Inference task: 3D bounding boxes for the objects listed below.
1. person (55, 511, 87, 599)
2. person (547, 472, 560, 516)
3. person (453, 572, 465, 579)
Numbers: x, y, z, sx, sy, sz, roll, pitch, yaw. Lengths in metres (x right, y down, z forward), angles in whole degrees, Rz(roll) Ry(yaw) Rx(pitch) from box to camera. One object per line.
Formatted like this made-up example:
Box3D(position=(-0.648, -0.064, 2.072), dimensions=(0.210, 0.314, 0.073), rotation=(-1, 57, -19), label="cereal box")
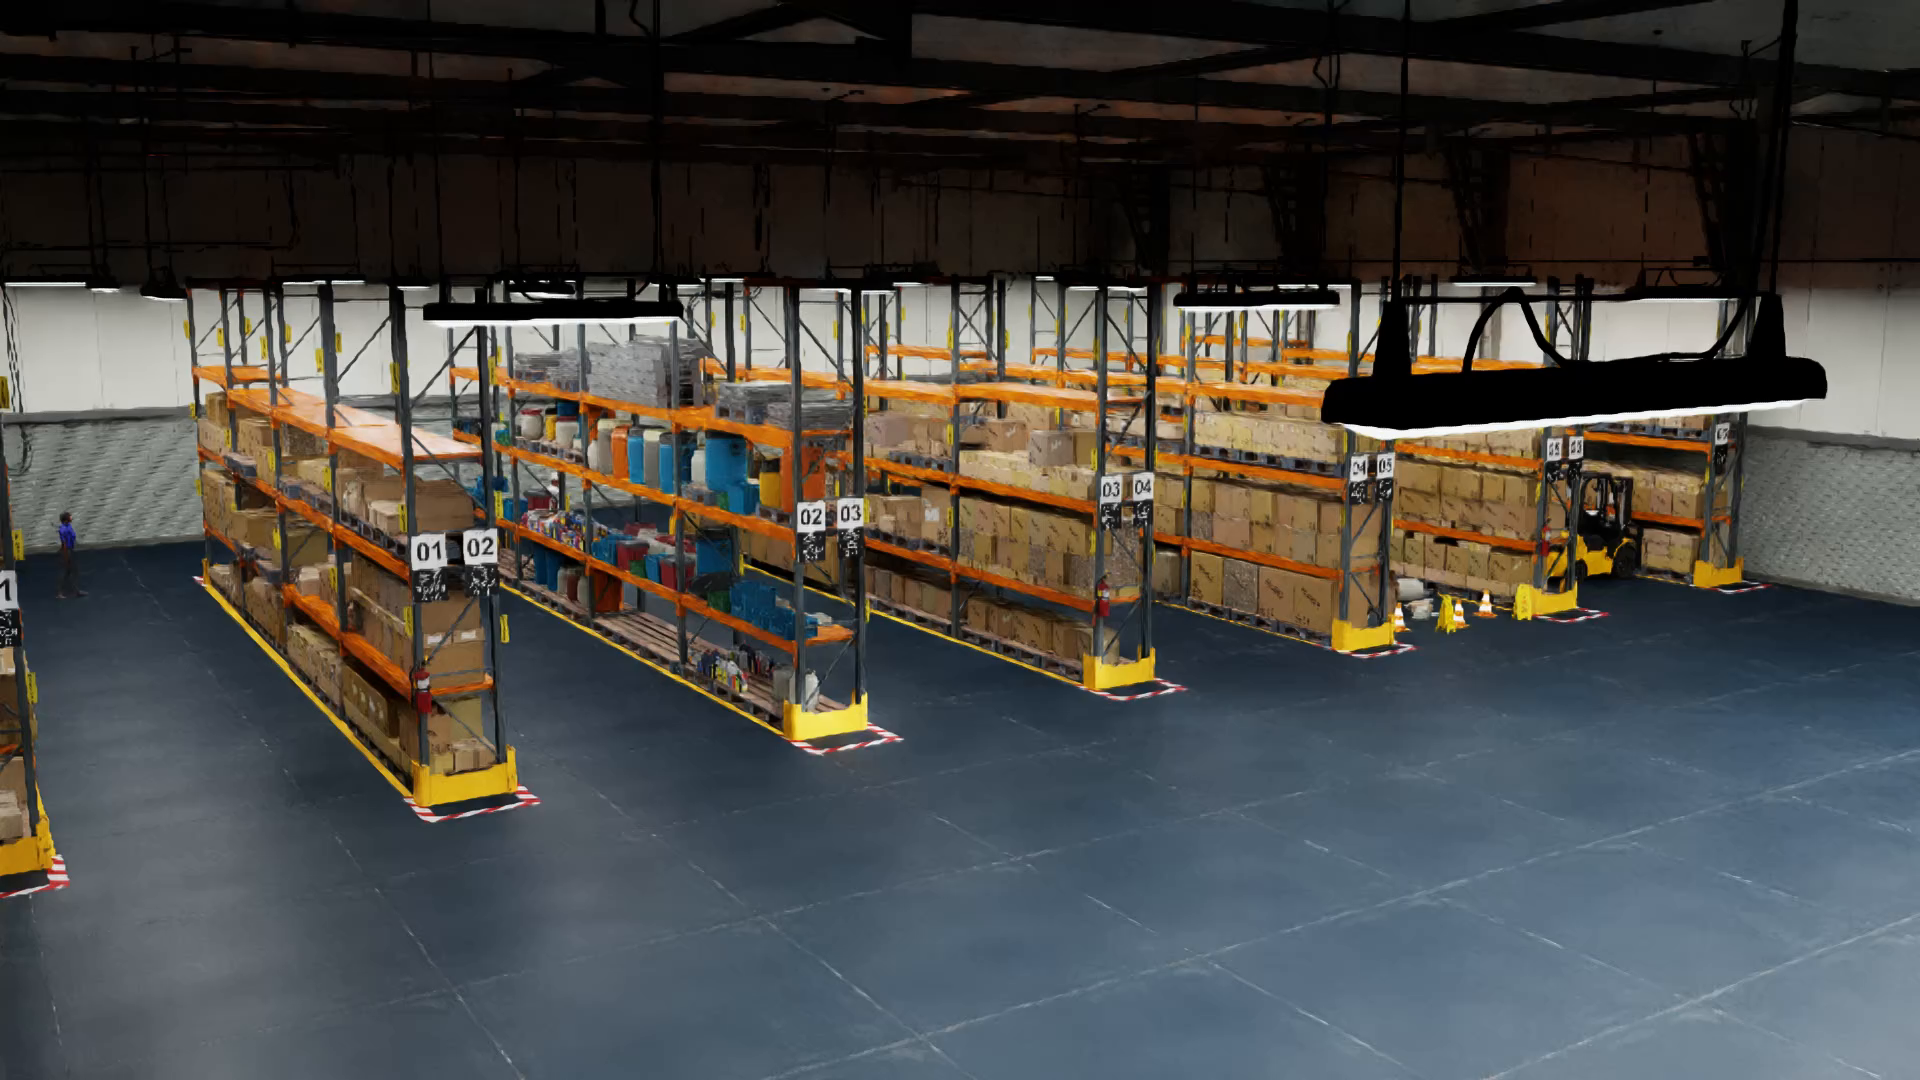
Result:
Box3D(position=(-16.875, 0.319, 31.422), dimensions=(0.507, 1.560, 0.583), rotation=(-4, 10, -20), label="person")
Box3D(position=(-8.772, -0.571, 36.041), dimensions=(0.515, 1.782, 0.666), rotation=(-3, 10, -19), label="person")
Box3D(position=(-9.601, 0.178, 31.826), dimensions=(0.682, 1.715, 0.542), rotation=(-6, 11, -34), label="person")
